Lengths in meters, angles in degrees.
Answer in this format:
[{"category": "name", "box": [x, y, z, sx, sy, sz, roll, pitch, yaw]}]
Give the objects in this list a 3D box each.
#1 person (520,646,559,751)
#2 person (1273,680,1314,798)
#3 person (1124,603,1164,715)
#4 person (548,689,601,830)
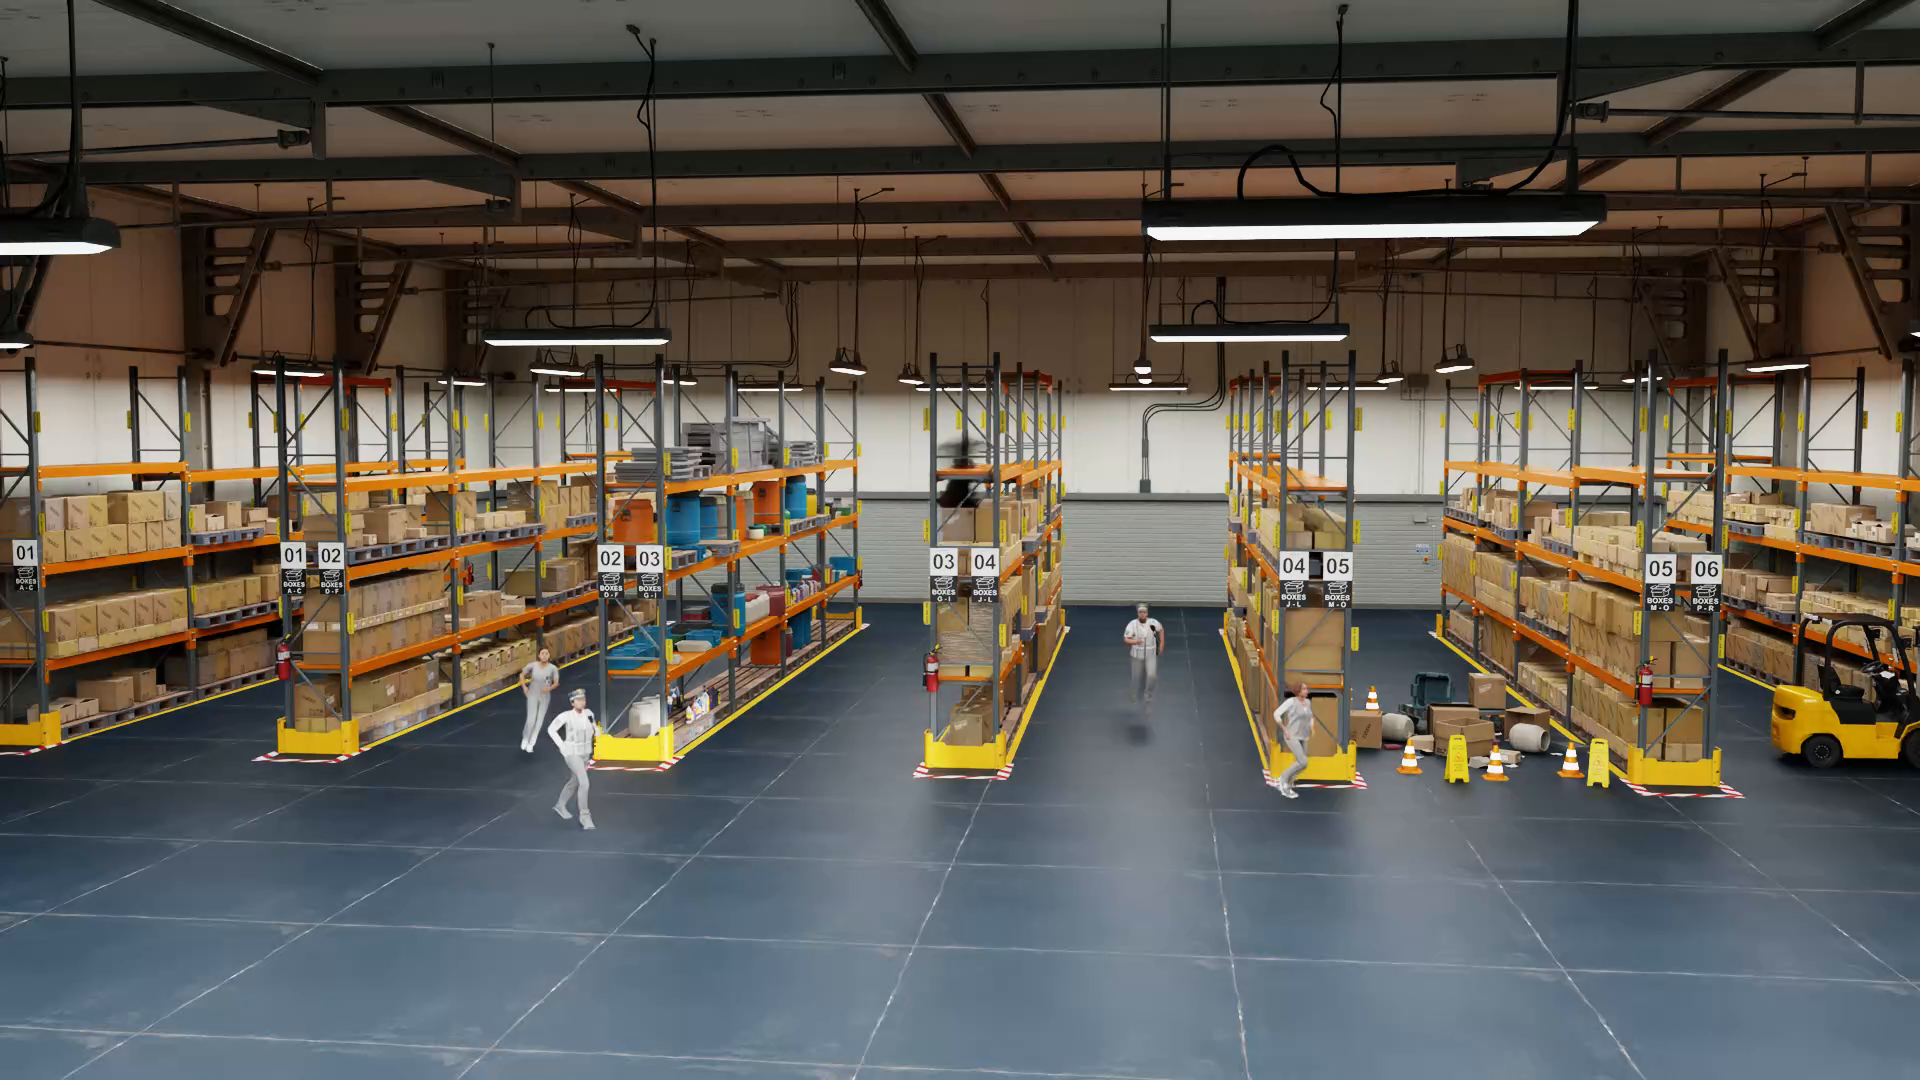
[{"category": "person", "box": [-6.363, 2.407, 25.198, 0.570, 1.612, 0.567, -2, 4, -20]}, {"category": "person", "box": [4.429, 2.616, 21.821, 0.555, 1.554, 0.489, -3, 5, -35]}, {"category": "person", "box": [3.048, 1.944, 27.551, 0.673, 1.833, 0.915, 0, 4, 2]}, {"category": "person", "box": [-4.762, 2.703, 20.690, 0.775, 1.754, 0.584, 3, 5, 35]}]
